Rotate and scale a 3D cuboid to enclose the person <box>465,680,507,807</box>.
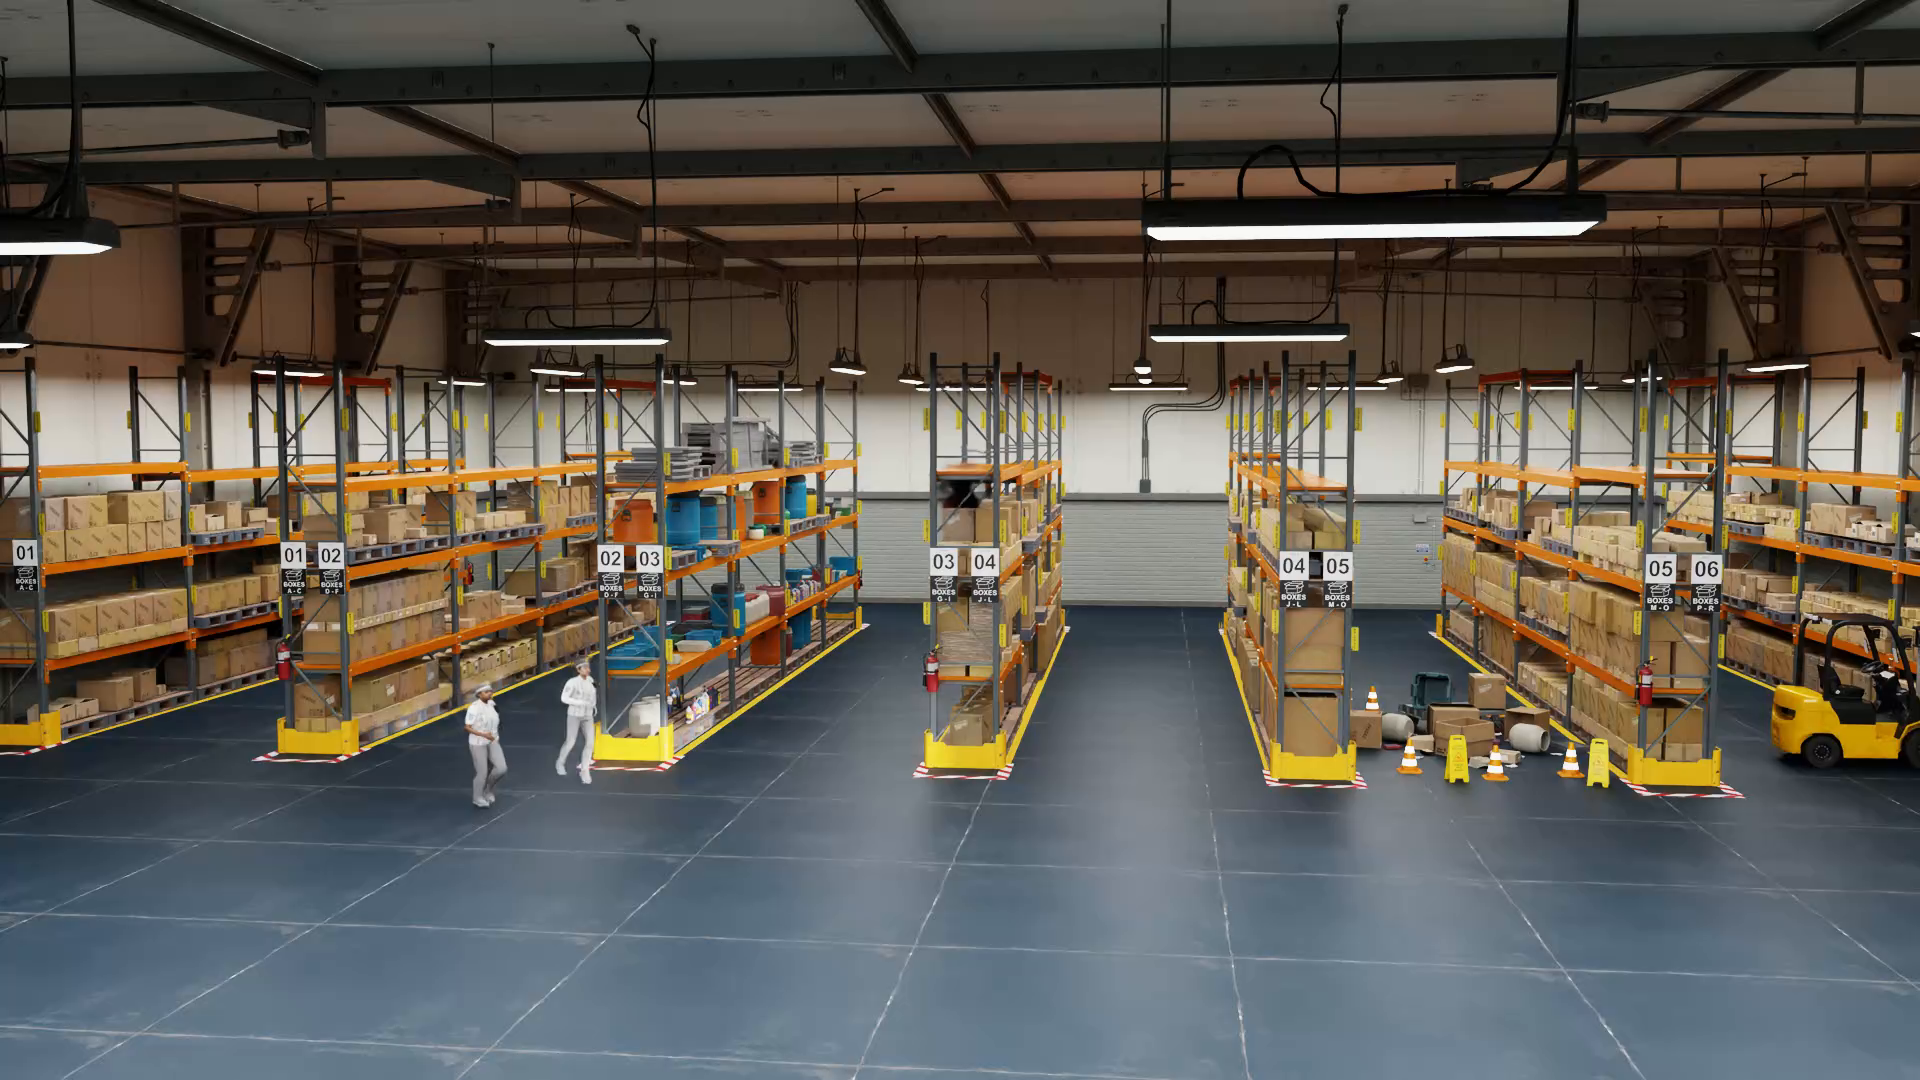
[{"bbox_3d":[-6.136,2.644,21.564,0.580,1.654,0.576,3,5,35],"label":"person"}]

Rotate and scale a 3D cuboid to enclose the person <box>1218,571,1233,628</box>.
[{"bbox_3d":[6.641,1.289,40.485,0.955,1.667,0.577,-2,5,-31],"label":"person"}]

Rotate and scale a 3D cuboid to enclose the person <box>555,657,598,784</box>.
[{"bbox_3d":[-5.320,2.497,23.330,0.641,1.715,0.818,-4,6,-43],"label":"person"}]
